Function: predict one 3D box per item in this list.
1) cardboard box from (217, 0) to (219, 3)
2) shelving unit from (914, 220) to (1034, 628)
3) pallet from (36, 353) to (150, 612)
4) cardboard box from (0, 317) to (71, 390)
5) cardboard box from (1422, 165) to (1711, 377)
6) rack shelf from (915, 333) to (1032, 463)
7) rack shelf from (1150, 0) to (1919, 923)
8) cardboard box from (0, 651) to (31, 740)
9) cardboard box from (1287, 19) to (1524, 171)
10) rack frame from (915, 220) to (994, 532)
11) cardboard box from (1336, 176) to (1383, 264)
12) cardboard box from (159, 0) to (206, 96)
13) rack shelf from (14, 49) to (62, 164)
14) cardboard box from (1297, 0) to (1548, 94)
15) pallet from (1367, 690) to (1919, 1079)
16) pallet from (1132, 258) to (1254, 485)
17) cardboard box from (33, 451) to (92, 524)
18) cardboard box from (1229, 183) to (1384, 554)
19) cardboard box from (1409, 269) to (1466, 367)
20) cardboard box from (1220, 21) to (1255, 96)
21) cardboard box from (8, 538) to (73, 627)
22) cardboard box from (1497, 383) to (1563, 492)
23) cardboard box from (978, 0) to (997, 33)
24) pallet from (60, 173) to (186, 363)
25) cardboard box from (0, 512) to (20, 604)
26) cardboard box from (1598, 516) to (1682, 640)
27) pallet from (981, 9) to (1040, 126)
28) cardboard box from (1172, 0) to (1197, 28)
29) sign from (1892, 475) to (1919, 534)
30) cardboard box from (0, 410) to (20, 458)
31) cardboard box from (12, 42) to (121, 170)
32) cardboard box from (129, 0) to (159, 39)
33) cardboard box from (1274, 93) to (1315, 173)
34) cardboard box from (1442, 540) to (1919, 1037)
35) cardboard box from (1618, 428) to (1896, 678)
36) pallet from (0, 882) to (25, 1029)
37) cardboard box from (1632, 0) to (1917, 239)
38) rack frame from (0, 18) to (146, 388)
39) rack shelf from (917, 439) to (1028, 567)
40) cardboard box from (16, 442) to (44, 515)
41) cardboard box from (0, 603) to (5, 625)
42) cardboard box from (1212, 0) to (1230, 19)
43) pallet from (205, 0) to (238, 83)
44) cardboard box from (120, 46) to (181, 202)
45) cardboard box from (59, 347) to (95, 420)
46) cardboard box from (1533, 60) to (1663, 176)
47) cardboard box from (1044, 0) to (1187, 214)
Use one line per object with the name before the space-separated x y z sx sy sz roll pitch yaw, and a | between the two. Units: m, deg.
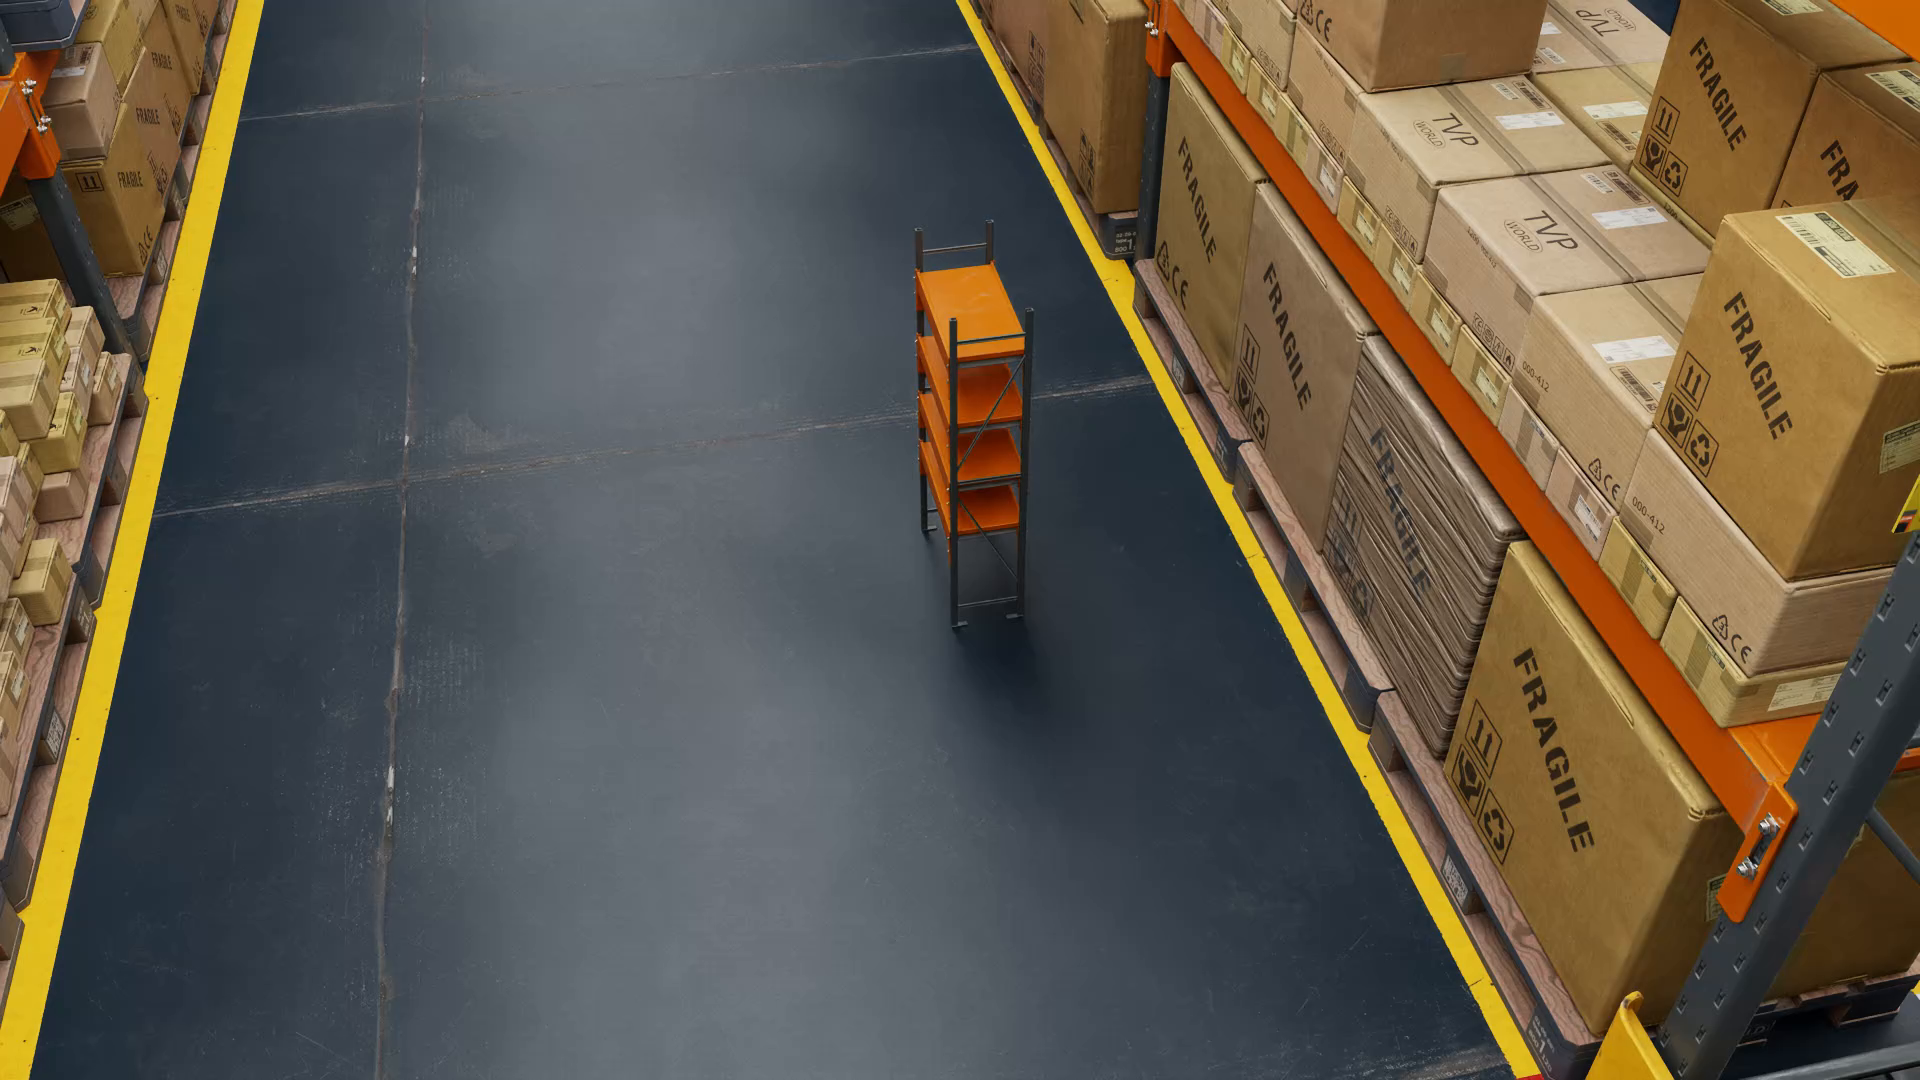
cardboard box | -4.102 -3.060 8.504 0.500 0.500 0.500 -9 42 -9
shelving unit | 0.036 -0.341 5.231 0.258 1.200 0.503 -8 42 -9
pallet | -3.456 -0.161 5.772 1.003 0.211 1.213 -8 42 -9
cardboard box | -3.211 -0.594 5.543 0.380 0.149 0.250 -8 42 -9
cardboard box | 1.510 -0.677 4.142 0.500 0.250 0.500 -10 43 -11
rack shelf | 0.036 -0.458 5.127 0.258 0.148 0.480 -8 42 -9
rack shelf | 1.661 -0.714 4.837 1.077 0.370 4.000 -8 42 -9
cardboard box | -2.920 0.481 4.779 0.380 0.149 0.250 -8 42 -9
cardboard box | 1.295 -1.334 4.883 0.500 0.250 0.500 -7 42 -8
rack frame | -0.017 -0.500 5.409 0.240 1.200 0.015 -8 42 -9
cardboard box | 1.307 -0.936 4.734 0.380 0.149 0.250 -9 42 -11
cardboard box | -3.863 -2.383 7.741 0.500 0.500 0.500 -10 43 -11
rack shelf | -4.067 -2.662 7.031 1.077 0.370 4.000 -8 42 -9
cardboard box | 1.299 -1.611 4.629 0.500 0.500 0.500 -10 42 -11
pallet | 1.844 0.849 4.634 1.003 0.211 1.213 -8 42 -9
pallet | 1.317 -0.732 6.416 1.003 0.211 1.213 -8 42 -9
cardboard box | -3.124 -0.177 5.521 0.380 0.149 0.250 -10 43 -11
cardboard box | 1.488 -0.619 5.472 0.875 0.875 0.875 -8 42 -9
cardboard box | 1.416 -0.606 4.363 0.380 0.149 0.250 -8 42 -9
cardboard box | 1.083 -1.605 5.488 0.380 0.149 0.250 -7 42 -8
cardboard box | -2.995 0.151 5.151 0.380 0.149 0.250 -8 42 -9
cardboard box | 1.530 -0.270 3.984 0.380 0.149 0.250 -8 42 -9
cardboard box | 0.680 -3.205 8.386 1.225 0.875 0.875 -8 42 -9
pallet | -3.805 -1.096 6.825 1.003 0.211 1.213 -8 42 -9
cardboard box | -2.951 0.081 4.783 0.380 0.149 0.250 -10 43 -11
cardboard box | 1.637 0.056 3.617 0.380 0.149 0.250 -8 42 -9
pallet | 0.722 -2.518 8.428 1.003 0.211 1.213 -8 42 -9
cardboard box | 0.968 -1.946 5.872 0.380 0.149 0.250 -8 42 -9
sign | 1.560 -0.139 2.597 0.100 0.325 0.005 -8 42 -9
cardboard box | -3.170 -0.255 5.160 0.380 0.149 0.250 -7 42 -8
cardboard box | -3.537 -1.654 6.355 0.500 0.250 0.500 -10 43 -11
cardboard box | -3.760 -2.330 7.117 0.500 0.250 0.500 -7 42 -8
cardboard box | 1.197 -1.269 5.109 0.380 0.149 0.250 -9 42 -10
cardboard box | 1.877 0.548 4.158 0.875 0.875 0.875 -8 42 -9
cardboard box | 1.729 -0.018 3.399 0.500 0.250 0.500 -9 42 -10
pallet | -2.929 1.421 3.991 1.003 0.211 1.213 -8 42 -9
cardboard box | 2.027 -1.031 3.976 0.500 0.500 0.500 -9 42 -10
rack frame | -3.635 -1.634 5.331 1.000 3.000 0.127 -8 42 -9
rack shelf | 0.036 -0.143 5.407 0.258 0.148 0.480 -8 42 -9
cardboard box | -3.153 -0.156 5.274 0.380 0.149 0.250 -8 42 -9
cardboard box | -3.041 0.183 4.892 0.380 0.149 0.250 -10 43 -11
cardboard box | 1.075 -1.992 5.624 0.500 0.250 0.500 -9 42 -10
pallet | -4.332 -2.677 8.607 1.003 0.211 1.213 -8 42 -9
cardboard box | -3.652 -1.716 6.990 0.500 0.500 0.500 -7 42 -7
cardboard box | -3.187 -0.504 5.665 0.380 0.149 0.250 -10 43 -11
cardboard box | 1.911 -1.091 4.609 0.500 0.250 0.500 -9 42 -10
cardboard box | 1.072 -2.054 7.088 1.225 0.875 0.875 -8 42 -9
